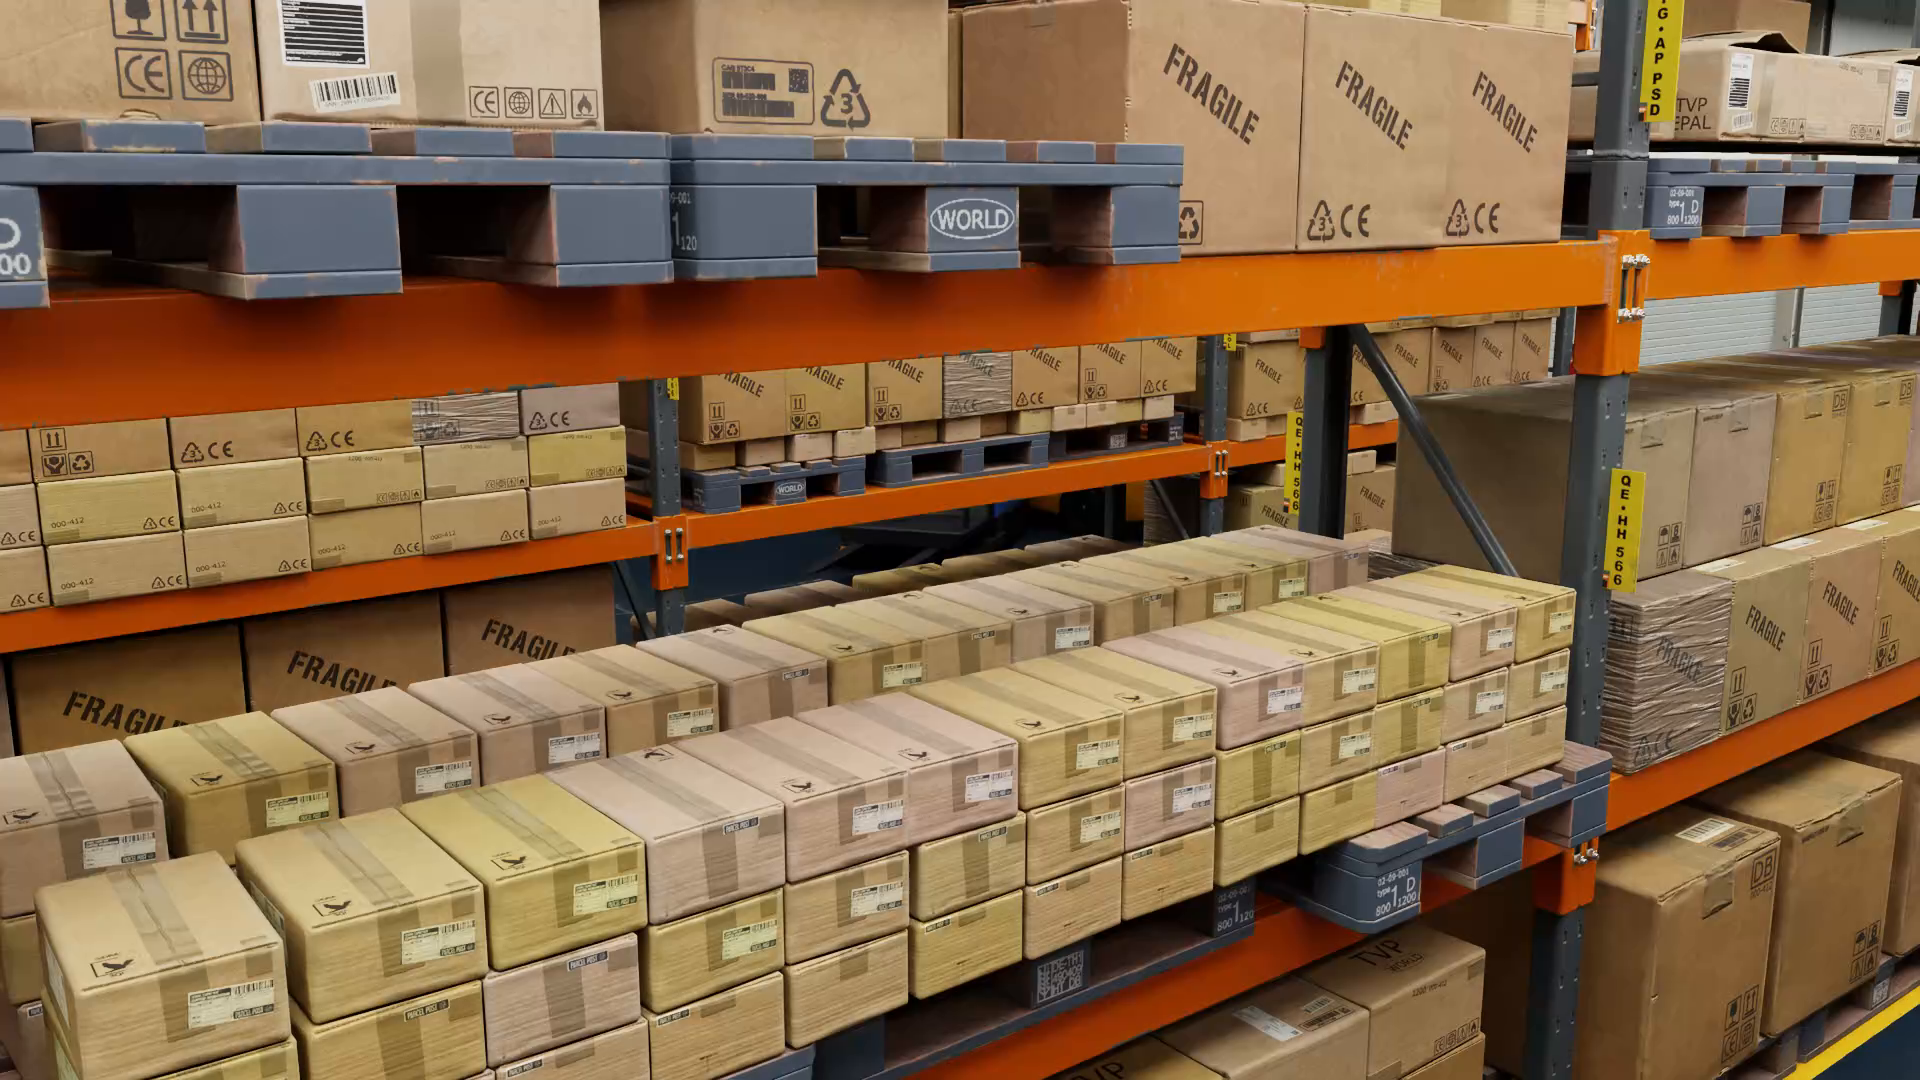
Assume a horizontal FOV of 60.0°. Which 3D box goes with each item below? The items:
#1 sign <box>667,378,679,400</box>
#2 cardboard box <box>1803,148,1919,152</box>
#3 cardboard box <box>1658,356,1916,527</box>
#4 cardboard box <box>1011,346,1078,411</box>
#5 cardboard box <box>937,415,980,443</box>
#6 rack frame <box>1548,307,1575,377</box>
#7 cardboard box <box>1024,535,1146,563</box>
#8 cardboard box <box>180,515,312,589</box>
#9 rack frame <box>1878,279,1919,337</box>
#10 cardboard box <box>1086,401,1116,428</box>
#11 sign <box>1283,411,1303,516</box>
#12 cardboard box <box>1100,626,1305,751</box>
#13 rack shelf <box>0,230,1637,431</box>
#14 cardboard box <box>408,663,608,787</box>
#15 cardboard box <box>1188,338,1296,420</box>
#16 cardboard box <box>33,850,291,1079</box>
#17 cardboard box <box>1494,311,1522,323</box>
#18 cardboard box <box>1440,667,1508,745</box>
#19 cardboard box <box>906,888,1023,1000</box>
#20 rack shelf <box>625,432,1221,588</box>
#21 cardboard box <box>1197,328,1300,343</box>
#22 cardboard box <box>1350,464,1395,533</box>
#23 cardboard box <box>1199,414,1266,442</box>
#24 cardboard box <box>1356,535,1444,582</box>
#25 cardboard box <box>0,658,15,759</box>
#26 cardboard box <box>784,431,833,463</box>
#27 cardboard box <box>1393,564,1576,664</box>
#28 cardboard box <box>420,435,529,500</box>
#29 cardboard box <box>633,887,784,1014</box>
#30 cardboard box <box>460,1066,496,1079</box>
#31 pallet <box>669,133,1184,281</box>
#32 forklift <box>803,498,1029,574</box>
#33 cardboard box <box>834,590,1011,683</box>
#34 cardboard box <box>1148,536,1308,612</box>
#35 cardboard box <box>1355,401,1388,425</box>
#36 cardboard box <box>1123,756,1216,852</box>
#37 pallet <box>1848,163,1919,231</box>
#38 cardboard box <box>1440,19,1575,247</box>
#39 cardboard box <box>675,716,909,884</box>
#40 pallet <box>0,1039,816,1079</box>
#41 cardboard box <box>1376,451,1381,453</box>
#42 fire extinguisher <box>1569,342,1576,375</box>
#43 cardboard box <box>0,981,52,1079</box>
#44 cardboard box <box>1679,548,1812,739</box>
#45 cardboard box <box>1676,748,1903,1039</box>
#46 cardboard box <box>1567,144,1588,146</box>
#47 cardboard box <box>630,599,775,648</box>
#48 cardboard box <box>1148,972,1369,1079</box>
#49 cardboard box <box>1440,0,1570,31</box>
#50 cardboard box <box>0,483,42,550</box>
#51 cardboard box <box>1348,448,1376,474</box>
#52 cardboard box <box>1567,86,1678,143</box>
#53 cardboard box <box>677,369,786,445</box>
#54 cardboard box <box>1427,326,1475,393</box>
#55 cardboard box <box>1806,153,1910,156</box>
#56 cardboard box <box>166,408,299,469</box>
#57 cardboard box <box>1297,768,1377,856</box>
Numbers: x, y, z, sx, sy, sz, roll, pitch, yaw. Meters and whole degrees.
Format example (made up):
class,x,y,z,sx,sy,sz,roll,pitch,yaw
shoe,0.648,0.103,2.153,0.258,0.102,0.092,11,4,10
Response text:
class,x,y,z,sx,sy,sz,roll,pitch,yaw
sign,-1.406,-0.850,8.121,0.005,0.325,0.100,-9,15,-38
cardboard box,3.308,-1.517,5.792,0.500,0.311,0.500,-10,16,-40
cardboard box,2.965,-0.377,6.034,0.500,0.500,0.700,-10,15,-38
cardboard box,0.357,-1.064,9.950,0.500,0.500,0.500,-9,15,-36
cardboard box,-0.093,-0.669,9.652,0.250,0.149,0.380,-9,15,-36
rack frame,4.491,-1.411,13.551,0.127,3.000,1.000,-9,15,-38
cardboard box,0.960,0.257,11.014,0.625,0.372,0.950,-9,15,-37
cardboard box,-3.161,0.011,7.218,0.500,0.250,0.500,-10,15,-39
rack frame,4.539,-0.102,7.388,0.127,3.000,1.000,-9,15,-38
cardboard box,0.743,-0.792,10.232,0.250,0.149,0.380,-10,15,-39
sign,1.066,-0.239,5.245,0.005,0.325,0.100,-9,15,-38
cardboard box,0.519,0.313,3.594,0.250,0.149,0.380,-9,15,-38
rack shelf,-0.146,-0.439,3.485,4.000,0.370,1.077,-9,15,-38
cardboard box,-0.899,0.376,3.296,0.250,0.149,0.380,-9,15,-38
cardboard box,1.886,-1.098,11.122,0.500,0.500,0.500,-9,15,-38
cardboard box,-1.113,0.586,2.309,0.250,0.149,0.380,-8,15,-35
cardboard box,3.829,-1.928,12.624,0.500,0.500,0.700,-9,15,-37
cardboard box,1.107,0.362,4.081,0.250,0.149,0.380,-9,15,-36
cardboard box,-0.097,0.707,3.173,0.250,0.149,0.380,-10,15,-39
rack shelf,-0.194,-0.280,9.960,4.000,0.370,1.077,-9,15,-38
cardboard box,1.847,-1.597,11.065,0.500,0.500,0.700,-10,15,-38
cardboard box,2.814,-0.290,12.077,0.500,0.500,0.500,-8,15,-35
cardboard box,1.814,-0.758,11.081,0.250,0.149,0.380,-10,15,-38
cardboard box,1.600,0.266,5.414,0.500,0.500,0.500,-9,15,-38
cardboard box,-4.445,0.887,6.836,0.875,0.875,0.875,-9,15,-36
cardboard box,-0.901,-0.527,8.981,0.250,0.149,0.380,-11,16,-41
cardboard box,1.319,0.181,4.215,0.250,0.149,0.380,-10,16,-40
cardboard box,-2.373,-0.373,7.820,0.500,0.250,0.500,-10,16,-39
cardboard box,-0.508,0.630,2.817,0.250,0.149,0.380,-10,16,-40
cardboard box,-0.900,0.840,2.545,0.250,0.149,0.380,-9,15,-37
pallet,-0.351,-0.637,3.139,1.003,0.211,1.213,-9,15,-38
forklift,-0.343,-1.257,12.990,1.130,2.935,3.031,4,13,18
cardboard box,-0.092,0.243,3.925,0.250,0.149,0.380,-9,15,-36
cardboard box,0.726,0.107,4.564,0.250,0.149,0.380,-10,16,-39
cardboard box,2.819,-0.922,11.855,0.250,0.149,0.380,-9,15,-37
cardboard box,0.308,0.495,3.456,0.250,0.149,0.380,-9,15,-36
pallet,2.757,-1.196,5.771,1.213,0.211,1.003,-9,15,-35
cardboard box,1.128,-0.984,4.079,0.500,0.500,0.500,-9,15,-38
cardboard box,-0.301,0.451,2.947,0.250,0.149,0.380,-10,15,-38
pallet,-1.020,0.954,2.875,1.213,0.211,1.003,-9,15,-38
cardboard box,2.868,-0.443,12.796,0.500,0.500,0.500,-9,15,-37
fire extinguisher,4.869,-1.313,13.277,0.183,0.674,0.296,-9,15,-38
cardboard box,-1.521,0.770,2.876,0.250,0.149,0.380,-10,15,-39
cardboard box,2.330,0.287,5.314,0.500,0.500,0.500,-10,15,-38
cardboard box,2.628,1.134,5.974,0.750,0.750,1.050,-9,15,-37
cardboard box,1.746,-1.304,5.136,0.250,0.166,0.380,-9,15,-38
cardboard box,-1.308,0.636,9.230,0.625,0.372,0.950,-11,16,-41
cardboard box,0.658,1.266,4.147,0.500,0.250,0.500,-9,15,-37
cardboard box,1.262,-1.379,4.096,0.258,0.266,0.396,-9,15,-38
cardboard box,-3.970,-0.109,6.576,0.500,0.250,0.500,-9,15,-37
cardboard box,2.741,-0.578,11.871,0.250,0.149,0.380,-8,15,-34
cardboard box,1.776,-1.199,4.686,0.250,0.149,0.380,-10,16,-40
cardboard box,-1.260,-0.793,8.676,0.500,0.500,0.500,-10,16,-39
cardboard box,3.453,-1.362,12.362,0.500,0.500,0.500,-10,15,-38
cardboard box,3.574,-1.606,6.604,0.380,0.149,0.250,-9,15,-38
cardboard box,-3.183,-0.606,7.111,0.500,0.500,0.500,-10,15,-39
cardboard box,0.725,0.570,3.816,0.250,0.149,0.380,-10,15,-38
